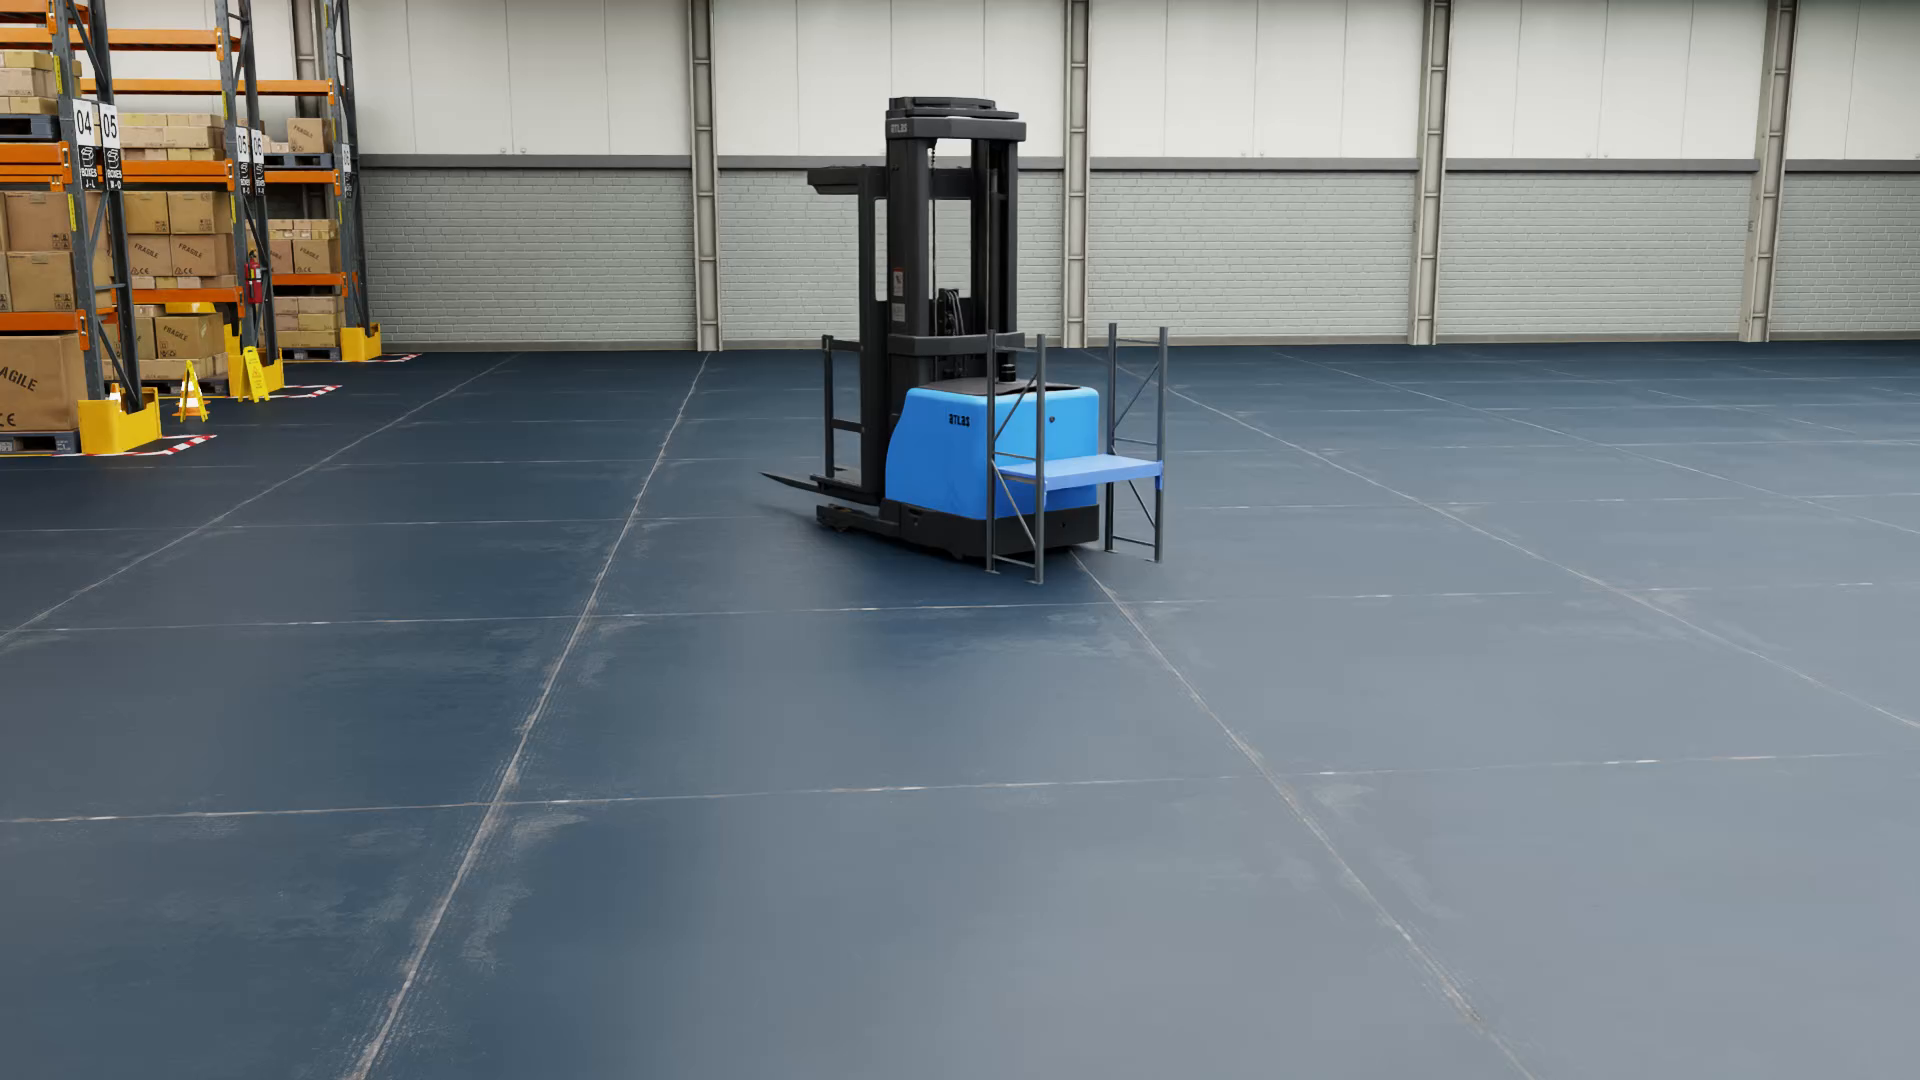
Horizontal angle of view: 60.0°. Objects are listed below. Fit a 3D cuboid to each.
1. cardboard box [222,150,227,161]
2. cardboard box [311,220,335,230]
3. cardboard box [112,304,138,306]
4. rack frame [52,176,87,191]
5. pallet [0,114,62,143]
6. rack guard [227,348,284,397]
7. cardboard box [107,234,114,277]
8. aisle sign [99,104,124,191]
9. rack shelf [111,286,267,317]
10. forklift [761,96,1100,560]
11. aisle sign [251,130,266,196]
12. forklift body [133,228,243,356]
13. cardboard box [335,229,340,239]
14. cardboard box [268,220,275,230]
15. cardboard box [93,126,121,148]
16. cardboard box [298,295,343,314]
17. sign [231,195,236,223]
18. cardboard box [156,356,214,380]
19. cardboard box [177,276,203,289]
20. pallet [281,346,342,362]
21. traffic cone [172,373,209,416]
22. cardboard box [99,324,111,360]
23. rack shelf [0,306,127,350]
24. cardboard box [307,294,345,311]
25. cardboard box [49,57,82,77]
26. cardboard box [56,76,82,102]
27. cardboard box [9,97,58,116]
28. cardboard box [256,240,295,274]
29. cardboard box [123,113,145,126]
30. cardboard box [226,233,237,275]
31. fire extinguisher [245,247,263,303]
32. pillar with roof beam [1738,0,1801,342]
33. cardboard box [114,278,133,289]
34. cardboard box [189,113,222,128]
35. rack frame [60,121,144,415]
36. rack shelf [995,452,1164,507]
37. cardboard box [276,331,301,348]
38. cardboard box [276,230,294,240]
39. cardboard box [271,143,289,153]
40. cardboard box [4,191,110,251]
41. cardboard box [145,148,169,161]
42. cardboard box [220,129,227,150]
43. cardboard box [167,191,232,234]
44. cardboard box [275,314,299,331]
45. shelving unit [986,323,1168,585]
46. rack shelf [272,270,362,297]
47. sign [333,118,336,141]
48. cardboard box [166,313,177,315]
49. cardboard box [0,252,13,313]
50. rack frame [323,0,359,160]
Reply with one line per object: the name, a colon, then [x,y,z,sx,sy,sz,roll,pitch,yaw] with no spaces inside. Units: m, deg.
cardboard box: [-9.067,-4.730,20.528,0.250,0.149,0.380,-1,11,-6]
cardboard box: [-9.576,-4.743,25.008,0.250,0.149,0.380,-1,11,-6]
cardboard box: [-10.079,-2.777,20.134,0.250,0.149,0.380,-1,11,-5]
rack frame: [-13.219,-4.195,24.929,0.127,3.000,1.000,-1,11,-6]
pallet: [-8.804,-3.790,15.324,1.213,0.211,1.003,-1,11,-6]
rack guard: [-8.778,-2.098,20.744,0.348,0.500,1.175,-1,11,-6]
cardboard box: [-10.209,-3.438,20.048,0.500,0.500,0.500,-1,11,-6]
aisle sign: [-8.029,-3.714,15.743,0.004,0.787,0.394,-1,11,-6]
rack shelf: [-10.691,-2.932,20.369,4.000,0.370,1.077,-1,11,-6]
forklift: [-0.364,-1.544,11.621,1.130,2.935,3.031,-8,14,-36]
aisle sign: [-8.674,-4.663,20.569,0.004,0.787,0.394,-1,11,-6]
forklift body: [-10.931,-3.472,23.454,1.214,2.155,2.313,-1,11,-6]
cardboard box: [-9.608,-4.688,25.498,0.250,0.149,0.380,-1,11,-8]
cardboard box: [-10.330,-4.731,24.944,0.250,0.149,0.380,-1,11,-6]
cardboard box: [-10.198,-4.786,19.779,0.500,0.250,0.500,-1,11,-4]
cardboard box: [-9.666,-3.556,25.128,0.500,0.250,0.500,-1,11,-4]
sign: [-8.663,-3.943,19.825,0.005,0.325,0.100,-1,11,-6]
cardboard box: [-9.501,-2.114,20.385,0.500,0.250,0.500,-1,11,-6]
cardboard box: [-9.291,-3.128,20.152,0.250,0.149,0.380,-1,11,-7]
pallet: [-9.998,-2.886,25.500,1.213,0.211,1.003,-1,11,-6]
traffic cone: [-8.533,-1.619,18.405,0.334,0.463,0.336,-1,11,-6]
cardboard box: [-10.492,-2.464,20.219,0.500,0.500,0.500,-1,11,-7]
rack shelf: [-10.056,-1.984,15.551,4.000,0.370,1.077,-1,11,-6]
cardboard box: [-9.741,-3.652,25.615,0.500,0.250,0.500,-1,11,-7]
cardboard box: [-8.434,-4.428,15.576,0.250,0.149,0.380,-1,11,-5]
cardboard box: [-8.575,-4.218,15.539,0.500,0.250,0.500,-1,11,-6]
cardboard box: [-8.362,-3.911,15.012,0.250,0.149,0.380,-1,11,-6]
cardboard box: [-10.220,-4.257,24.989,0.500,0.500,0.500,-1,11,-4]
cardboard box: [-9.777,-5.000,19.834,0.250,0.149,0.380,-1,11,-6]
cardboard box: [-9.203,-3.565,20.693,0.500,0.500,0.500,-1,11,-7]
fire extinguisher: [-8.539,-3.202,20.081,0.183,0.674,0.296,-1,11,-6]
pillar with roof beam: [14.293,-7.054,23.923,0.400,9.000,9.100,-1,11,-6]
cardboard box: [-10.071,-3.137,20.199,0.250,0.149,0.380,-1,11,-5]
cardboard box: [-9.007,-5.002,19.845,0.250,0.149,0.380,-1,11,-6]
rack frame: [-8.068,-2.379,15.693,0.127,3.000,1.000,-1,11,-6]
rack shelf: [0.728,-0.387,10.382,1.000,0.185,0.538,-9,14,-38]
cardboard box: [-10.171,-3.056,25.176,0.500,0.250,0.500,-1,11,-6]
cardboard box: [-10.072,-4.580,24.947,0.250,0.149,0.380,-1,11,-5]
cardboard box: [-10.033,-5.806,24.653,0.250,0.149,0.380,-2,11,-8]
cardboard box: [-8.441,-2.982,15.573,0.550,0.550,0.875,-1,11,-6]
cardboard box: [-9.539,-4.603,19.882,0.250,0.149,0.380,-1,11,-4]
cardboard box: [-9.231,-4.911,20.414,0.500,0.250,0.500,-1,11,-7]
cardboard box: [-9.187,-3.959,20.109,0.500,0.500,0.700,-1,11,-7]
cardboard box: [-10.192,-3.302,25.130,0.500,0.250,0.500,-1,11,-7]
shelving unit: [0.728,-0.564,10.348,1.048,1.500,0.538,-9,14,-38]
rack shelf: [-11.231,-3.883,25.210,4.000,0.370,1.077,-1,11,-6]
sign: [-9.198,-6.041,24.455,0.005,0.325,0.100,-1,11,-6]
cardboard box: [-10.077,-2.575,20.785,0.500,0.500,0.500,-2,11,-8]
cardboard box: [-8.976,-2.421,15.516,0.550,0.550,0.875,-1,11,-6]
rack frame: [-9.242,-7.222,24.774,0.127,3.000,1.000,-1,11,-6]
